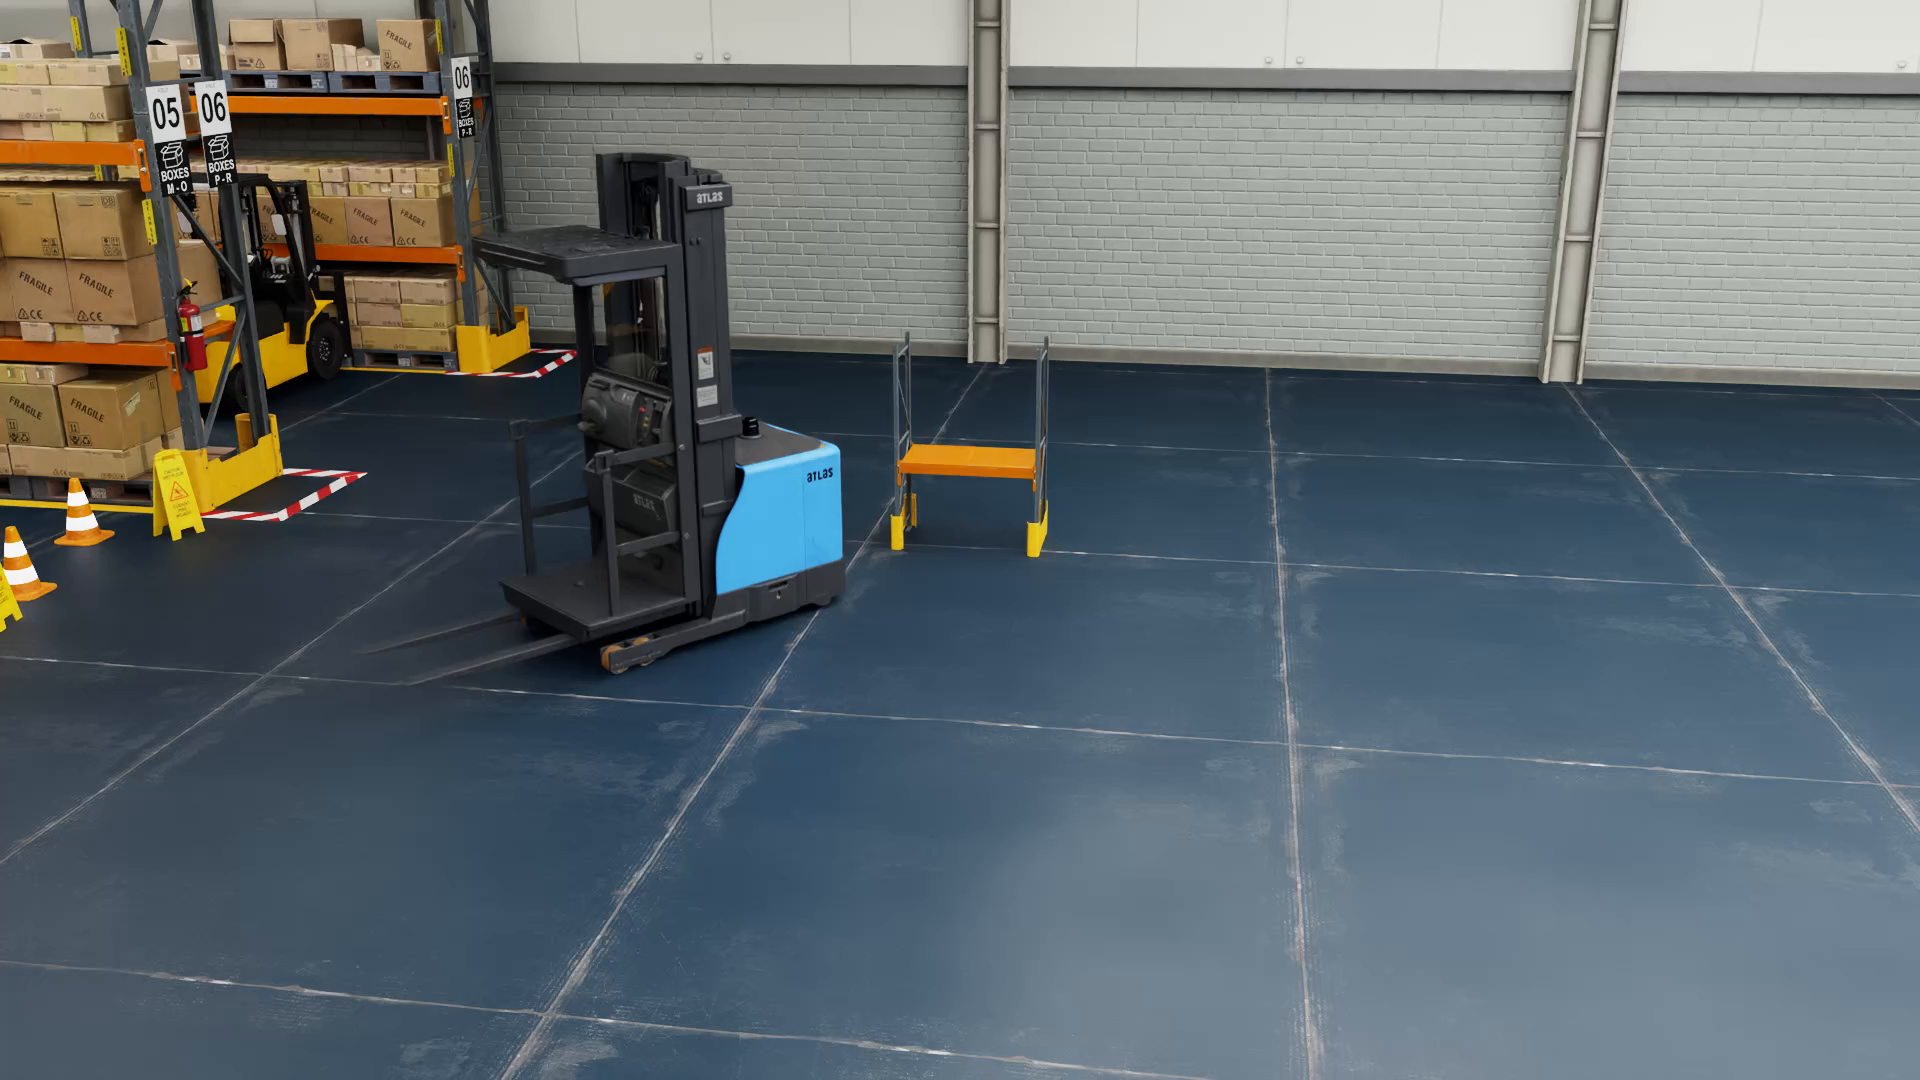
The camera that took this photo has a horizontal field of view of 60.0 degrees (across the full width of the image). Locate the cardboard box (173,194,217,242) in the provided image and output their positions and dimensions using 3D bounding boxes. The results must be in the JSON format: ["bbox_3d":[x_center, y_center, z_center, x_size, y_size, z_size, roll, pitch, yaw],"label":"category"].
[{"bbox_3d":[-8.113,-3.494,17.860,0.500,0.500,0.500,3,19,10],"label":"cardboard box"}]

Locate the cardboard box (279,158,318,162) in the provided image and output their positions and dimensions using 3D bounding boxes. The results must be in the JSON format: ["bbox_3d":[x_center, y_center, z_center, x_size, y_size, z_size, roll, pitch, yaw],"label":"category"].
[{"bbox_3d":[-7.159,-4.049,18.029,0.250,0.149,0.380,3,19,10],"label":"cardboard box"}]

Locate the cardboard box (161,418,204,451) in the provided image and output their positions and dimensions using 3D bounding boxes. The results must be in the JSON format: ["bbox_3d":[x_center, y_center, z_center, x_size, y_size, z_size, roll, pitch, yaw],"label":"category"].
[{"bbox_3d":[-6.614,-0.837,13.750,0.500,0.250,0.500,3,19,8],"label":"cardboard box"}]

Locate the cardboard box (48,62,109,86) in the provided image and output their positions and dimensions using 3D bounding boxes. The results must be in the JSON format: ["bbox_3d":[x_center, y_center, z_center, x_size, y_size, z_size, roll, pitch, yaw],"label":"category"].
[{"bbox_3d":[-6.491,-3.446,12.287,0.250,0.149,0.380,3,19,10],"label":"cardboard box"}]

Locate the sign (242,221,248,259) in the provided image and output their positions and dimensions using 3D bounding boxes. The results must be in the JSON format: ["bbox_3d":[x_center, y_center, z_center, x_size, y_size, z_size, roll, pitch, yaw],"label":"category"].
[{"bbox_3d":[-5.775,-2.395,13.371,0.005,0.325,0.100,3,19,9],"label":"sign"}]

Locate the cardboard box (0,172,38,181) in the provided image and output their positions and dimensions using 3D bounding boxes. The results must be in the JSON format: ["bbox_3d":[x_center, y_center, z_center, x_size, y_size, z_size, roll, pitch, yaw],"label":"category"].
[{"bbox_3d":[-10.171,-3.882,17.998,0.250,0.149,0.380,2,19,7],"label":"cardboard box"}]

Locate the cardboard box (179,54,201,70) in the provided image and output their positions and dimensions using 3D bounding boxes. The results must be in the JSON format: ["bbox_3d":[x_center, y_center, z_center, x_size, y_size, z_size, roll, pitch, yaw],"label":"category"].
[{"bbox_3d":[-7.873,-4.965,17.264,0.250,0.149,0.380,3,19,10],"label":"cardboard box"}]

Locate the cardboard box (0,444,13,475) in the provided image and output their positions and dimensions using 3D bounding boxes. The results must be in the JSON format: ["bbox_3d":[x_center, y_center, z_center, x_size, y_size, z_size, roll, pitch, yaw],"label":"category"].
[{"bbox_3d":[-7.730,-0.720,13.398,0.500,0.250,0.500,2,19,7],"label":"cardboard box"}]

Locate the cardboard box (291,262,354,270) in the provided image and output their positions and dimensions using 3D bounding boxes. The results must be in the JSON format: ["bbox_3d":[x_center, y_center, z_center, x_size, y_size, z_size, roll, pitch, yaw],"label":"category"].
[{"bbox_3d":[-7.013,-2.904,18.349,0.500,0.250,0.500,3,19,8],"label":"cardboard box"}]

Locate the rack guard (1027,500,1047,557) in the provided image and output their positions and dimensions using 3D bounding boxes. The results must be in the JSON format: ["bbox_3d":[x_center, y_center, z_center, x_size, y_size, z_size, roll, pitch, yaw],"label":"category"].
[{"bbox_3d":[0.567,-0.090,12.177,0.087,0.250,0.587,3,19,9],"label":"rack guard"}]

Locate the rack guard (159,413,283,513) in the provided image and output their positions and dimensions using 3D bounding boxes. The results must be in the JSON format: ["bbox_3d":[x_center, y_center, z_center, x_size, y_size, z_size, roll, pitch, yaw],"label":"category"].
[{"bbox_3d":[-5.936,-0.633,13.408,0.348,0.500,1.175,3,19,9],"label":"rack guard"}]

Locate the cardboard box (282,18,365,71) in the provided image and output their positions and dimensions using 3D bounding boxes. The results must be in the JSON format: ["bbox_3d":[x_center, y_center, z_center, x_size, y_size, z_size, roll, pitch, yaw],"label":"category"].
[{"bbox_3d":[-6.549,-5.115,17.160,0.500,0.500,0.700,3,19,9],"label":"cardboard box"}]

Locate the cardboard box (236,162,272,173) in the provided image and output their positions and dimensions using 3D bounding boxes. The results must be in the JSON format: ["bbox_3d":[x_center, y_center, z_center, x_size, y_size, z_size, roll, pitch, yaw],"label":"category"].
[{"bbox_3d":[-7.475,-3.919,17.639,0.250,0.149,0.380,3,19,8],"label":"cardboard box"}]

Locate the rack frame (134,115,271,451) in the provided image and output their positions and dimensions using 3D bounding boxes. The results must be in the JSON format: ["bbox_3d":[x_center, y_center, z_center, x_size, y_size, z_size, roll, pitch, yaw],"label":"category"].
[{"bbox_3d":[-5.861,-1.815,13.000,0.127,3.000,1.000,3,19,9],"label":"rack frame"}]

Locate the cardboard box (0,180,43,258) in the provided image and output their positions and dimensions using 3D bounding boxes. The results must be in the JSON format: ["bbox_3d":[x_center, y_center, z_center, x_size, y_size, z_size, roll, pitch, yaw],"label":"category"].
[{"bbox_3d":[-7.419,-2.456,12.714,0.500,0.500,0.700,3,19,8],"label":"cardboard box"}]

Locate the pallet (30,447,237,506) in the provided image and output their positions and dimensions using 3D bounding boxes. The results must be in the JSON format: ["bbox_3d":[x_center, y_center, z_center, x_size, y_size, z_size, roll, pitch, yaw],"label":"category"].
[{"bbox_3d":[-6.733,-0.548,13.609,1.213,0.211,1.003,3,19,9],"label":"pallet"}]

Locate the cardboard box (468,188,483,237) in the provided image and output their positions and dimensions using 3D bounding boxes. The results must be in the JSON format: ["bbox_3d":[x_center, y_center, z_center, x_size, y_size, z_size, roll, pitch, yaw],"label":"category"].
[{"bbox_3d":[-5.523,-3.530,17.967,0.500,0.500,0.500,4,19,10],"label":"cardboard box"}]

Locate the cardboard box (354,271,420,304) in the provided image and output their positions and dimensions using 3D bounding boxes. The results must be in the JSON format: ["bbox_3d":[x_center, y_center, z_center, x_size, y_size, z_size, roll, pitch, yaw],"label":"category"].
[{"bbox_3d":[-6.087,-2.689,17.708,0.500,0.250,0.500,3,19,10],"label":"cardboard box"}]

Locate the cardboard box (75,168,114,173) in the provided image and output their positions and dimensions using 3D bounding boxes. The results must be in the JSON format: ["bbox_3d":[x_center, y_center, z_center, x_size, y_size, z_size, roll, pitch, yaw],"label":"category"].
[{"bbox_3d":[-9.596,-4.041,18.474,0.250,0.149,0.380,2,19,7],"label":"cardboard box"}]

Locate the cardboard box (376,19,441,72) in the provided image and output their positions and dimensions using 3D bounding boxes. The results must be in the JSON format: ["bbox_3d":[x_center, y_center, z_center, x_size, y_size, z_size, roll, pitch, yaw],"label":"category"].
[{"bbox_3d":[-5.553,-5.033,16.912,0.500,0.500,0.500,4,19,10],"label":"cardboard box"}]

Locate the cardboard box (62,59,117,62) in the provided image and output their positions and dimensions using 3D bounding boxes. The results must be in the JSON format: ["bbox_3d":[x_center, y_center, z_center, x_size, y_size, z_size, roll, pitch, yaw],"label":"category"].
[{"bbox_3d":[-6.668,-3.618,12.800,0.250,0.149,0.380,3,19,9],"label":"cardboard box"}]

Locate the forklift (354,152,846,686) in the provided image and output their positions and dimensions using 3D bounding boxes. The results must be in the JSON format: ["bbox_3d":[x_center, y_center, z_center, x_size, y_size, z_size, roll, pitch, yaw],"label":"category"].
[{"bbox_3d":[-2.184,-0.778,10.009,3.031,2.935,1.130,-16,25,-40],"label":"forklift"}]

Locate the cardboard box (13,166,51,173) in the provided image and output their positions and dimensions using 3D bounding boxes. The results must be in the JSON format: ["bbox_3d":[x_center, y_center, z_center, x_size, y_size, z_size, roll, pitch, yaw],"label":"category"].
[{"bbox_3d":[-10.340,-4.081,18.593,0.250,0.149,0.380,3,19,9],"label":"cardboard box"}]

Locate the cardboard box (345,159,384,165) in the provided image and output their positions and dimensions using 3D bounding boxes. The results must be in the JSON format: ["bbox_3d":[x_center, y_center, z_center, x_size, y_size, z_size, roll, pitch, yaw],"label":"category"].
[{"bbox_3d":[-6.397,-4.005,17.898,0.250,0.149,0.380,4,19,10],"label":"cardboard box"}]

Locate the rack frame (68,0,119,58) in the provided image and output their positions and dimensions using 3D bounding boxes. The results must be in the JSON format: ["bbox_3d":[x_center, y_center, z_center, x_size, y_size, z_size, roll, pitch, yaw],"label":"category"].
[{"bbox_3d":[-9.027,-6.416,17.298,0.127,3.000,1.000,3,19,9],"label":"rack frame"}]

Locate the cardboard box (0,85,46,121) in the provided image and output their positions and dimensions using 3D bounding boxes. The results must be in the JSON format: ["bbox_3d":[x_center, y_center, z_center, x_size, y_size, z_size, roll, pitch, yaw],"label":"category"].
[{"bbox_3d":[-6.904,-3.279,12.415,0.500,0.250,0.500,3,19,8],"label":"cardboard box"}]

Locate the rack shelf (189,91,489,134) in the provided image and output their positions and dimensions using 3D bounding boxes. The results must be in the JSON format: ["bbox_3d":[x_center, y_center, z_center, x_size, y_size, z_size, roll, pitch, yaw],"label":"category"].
[{"bbox_3d":[-7.052,-4.552,17.587,4.000,0.370,1.077,3,19,9],"label":"rack shelf"}]

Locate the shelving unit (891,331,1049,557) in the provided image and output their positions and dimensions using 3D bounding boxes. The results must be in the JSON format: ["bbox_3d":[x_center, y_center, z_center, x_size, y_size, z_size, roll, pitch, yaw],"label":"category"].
[{"bbox_3d":[-7.470,-1.234,13.156,16.366,1.800,0.587,3,19,9],"label":"shelving unit"}]

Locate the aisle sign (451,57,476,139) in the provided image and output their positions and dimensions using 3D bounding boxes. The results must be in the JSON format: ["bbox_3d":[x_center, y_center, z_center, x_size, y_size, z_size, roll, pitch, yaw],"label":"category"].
[{"bbox_3d":[-5.059,-4.508,16.951,0.004,0.787,0.394,3,19,9],"label":"aisle sign"}]

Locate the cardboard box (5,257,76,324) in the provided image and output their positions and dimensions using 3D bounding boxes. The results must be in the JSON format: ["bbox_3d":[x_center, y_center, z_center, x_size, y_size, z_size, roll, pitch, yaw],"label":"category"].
[{"bbox_3d":[-6.934,-1.971,12.840,0.500,0.500,0.500,3,19,9],"label":"cardboard box"}]

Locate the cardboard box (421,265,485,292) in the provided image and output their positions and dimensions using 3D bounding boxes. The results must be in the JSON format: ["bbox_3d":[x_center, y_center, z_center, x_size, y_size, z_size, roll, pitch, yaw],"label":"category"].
[{"bbox_3d":[-5.522,-2.823,18.109,0.500,0.250,0.500,3,19,8],"label":"cardboard box"}]

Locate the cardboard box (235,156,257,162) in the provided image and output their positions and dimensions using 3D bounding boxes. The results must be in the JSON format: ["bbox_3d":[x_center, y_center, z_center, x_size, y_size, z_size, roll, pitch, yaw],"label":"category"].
[{"bbox_3d":[-7.902,-4.118,18.236,0.250,0.149,0.380,3,19,8],"label":"cardboard box"}]

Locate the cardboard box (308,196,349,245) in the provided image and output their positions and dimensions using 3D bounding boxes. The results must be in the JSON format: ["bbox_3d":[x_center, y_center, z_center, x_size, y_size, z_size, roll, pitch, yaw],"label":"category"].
[{"bbox_3d":[-6.622,-3.415,17.624,0.500,0.500,0.500,3,19,8],"label":"cardboard box"}]

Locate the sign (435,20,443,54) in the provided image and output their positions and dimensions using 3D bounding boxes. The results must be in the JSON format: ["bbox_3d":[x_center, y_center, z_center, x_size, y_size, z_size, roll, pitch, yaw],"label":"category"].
[{"bbox_3d":[-5.177,-5.006,16.538,0.005,0.325,0.100,3,19,9],"label":"sign"}]

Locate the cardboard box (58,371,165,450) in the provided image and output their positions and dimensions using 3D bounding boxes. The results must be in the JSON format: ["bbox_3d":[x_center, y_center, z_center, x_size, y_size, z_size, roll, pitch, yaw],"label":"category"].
[{"bbox_3d":[-6.694,-1.024,13.127,0.500,0.500,0.500,3,19,9],"label":"cardboard box"}]

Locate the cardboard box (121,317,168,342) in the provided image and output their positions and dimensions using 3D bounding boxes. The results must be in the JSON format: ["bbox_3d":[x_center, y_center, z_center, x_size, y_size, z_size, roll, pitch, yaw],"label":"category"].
[{"bbox_3d":[-6.264,-1.648,12.896,0.250,0.149,0.380,4,19,10],"label":"cardboard box"}]

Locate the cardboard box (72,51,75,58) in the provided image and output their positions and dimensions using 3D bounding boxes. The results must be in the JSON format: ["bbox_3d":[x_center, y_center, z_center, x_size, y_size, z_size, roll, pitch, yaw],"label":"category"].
[{"bbox_3d":[-9.834,-5.226,18.043,0.250,0.149,0.380,3,19,9],"label":"cardboard box"}]

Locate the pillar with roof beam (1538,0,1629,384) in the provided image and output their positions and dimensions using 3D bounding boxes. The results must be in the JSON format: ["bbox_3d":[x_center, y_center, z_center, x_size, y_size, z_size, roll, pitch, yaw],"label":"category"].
[{"bbox_3d":[5.543,-4.580,11.809,0.400,9.000,9.100,3,19,9],"label":"pillar with roof beam"}]

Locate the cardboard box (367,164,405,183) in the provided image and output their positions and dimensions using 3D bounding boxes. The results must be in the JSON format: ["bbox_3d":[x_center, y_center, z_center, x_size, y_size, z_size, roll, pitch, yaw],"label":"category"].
[{"bbox_3d":[-5.976,-3.826,17.361,0.250,0.149,0.380,3,19,10],"label":"cardboard box"}]

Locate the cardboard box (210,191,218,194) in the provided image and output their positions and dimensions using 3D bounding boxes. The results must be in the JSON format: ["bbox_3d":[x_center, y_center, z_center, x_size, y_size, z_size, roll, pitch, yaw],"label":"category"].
[{"bbox_3d":[-7.746,-3.762,17.639,0.250,0.149,0.380,3,19,8],"label":"cardboard box"}]

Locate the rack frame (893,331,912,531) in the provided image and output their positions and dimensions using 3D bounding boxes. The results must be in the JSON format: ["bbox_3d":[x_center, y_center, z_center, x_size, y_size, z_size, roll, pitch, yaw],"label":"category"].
[{"bbox_3d":[-0.418,-0.733,12.129,0.032,1.500,0.500,3,19,9],"label":"rack frame"}]

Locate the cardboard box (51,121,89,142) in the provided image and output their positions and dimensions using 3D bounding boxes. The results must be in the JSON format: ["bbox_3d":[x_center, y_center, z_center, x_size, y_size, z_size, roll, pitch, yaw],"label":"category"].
[{"bbox_3d":[-6.509,-3.051,12.362,0.250,0.149,0.380,3,19,9],"label":"cardboard box"}]

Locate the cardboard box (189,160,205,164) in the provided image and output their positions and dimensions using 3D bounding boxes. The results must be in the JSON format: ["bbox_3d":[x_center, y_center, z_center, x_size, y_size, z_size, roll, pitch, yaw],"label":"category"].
[{"bbox_3d":[-8.234,-3.964,17.773,0.250,0.149,0.380,3,19,8],"label":"cardboard box"}]

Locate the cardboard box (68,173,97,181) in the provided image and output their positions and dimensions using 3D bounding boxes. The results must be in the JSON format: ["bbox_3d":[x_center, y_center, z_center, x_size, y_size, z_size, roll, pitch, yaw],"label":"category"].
[{"bbox_3d":[-9.399,-3.874,17.975,0.250,0.149,0.380,4,19,11],"label":"cardboard box"}]

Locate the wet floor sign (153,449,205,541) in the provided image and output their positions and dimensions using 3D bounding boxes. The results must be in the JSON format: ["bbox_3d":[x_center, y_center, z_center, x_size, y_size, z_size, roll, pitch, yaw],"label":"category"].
[{"bbox_3d":[-5.843,-0.354,12.343,0.232,0.644,0.267,10,21,27],"label":"wet floor sign"}]

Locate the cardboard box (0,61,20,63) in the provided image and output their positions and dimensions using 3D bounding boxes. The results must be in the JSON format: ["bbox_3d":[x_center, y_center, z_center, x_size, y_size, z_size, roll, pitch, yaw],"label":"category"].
[{"bbox_3d":[-7.228,-3.497,12.438,0.250,0.149,0.380,3,19,9],"label":"cardboard box"}]

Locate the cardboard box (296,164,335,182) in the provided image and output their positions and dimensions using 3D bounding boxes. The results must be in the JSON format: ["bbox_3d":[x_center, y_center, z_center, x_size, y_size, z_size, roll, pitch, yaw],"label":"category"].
[{"bbox_3d":[-6.741,-3.851,17.437,0.250,0.149,0.380,3,19,10],"label":"cardboard box"}]

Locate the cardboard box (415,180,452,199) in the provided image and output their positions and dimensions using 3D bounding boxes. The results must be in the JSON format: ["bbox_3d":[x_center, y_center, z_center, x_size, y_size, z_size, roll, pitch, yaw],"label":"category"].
[{"bbox_3d":[-5.464,-3.655,17.319,0.250,0.149,0.380,3,19,9],"label":"cardboard box"}]

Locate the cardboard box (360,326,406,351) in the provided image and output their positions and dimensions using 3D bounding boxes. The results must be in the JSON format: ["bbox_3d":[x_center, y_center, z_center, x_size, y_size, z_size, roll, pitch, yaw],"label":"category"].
[{"bbox_3d":[-6.081,-2.218,17.876,0.500,0.250,0.500,3,19,9],"label":"cardboard box"}]

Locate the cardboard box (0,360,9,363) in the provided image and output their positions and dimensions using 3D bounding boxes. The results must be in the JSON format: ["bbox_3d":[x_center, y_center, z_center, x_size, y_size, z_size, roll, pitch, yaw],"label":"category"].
[{"bbox_3d":[-7.574,-1.357,13.098,0.250,0.149,0.380,4,19,11],"label":"cardboard box"}]

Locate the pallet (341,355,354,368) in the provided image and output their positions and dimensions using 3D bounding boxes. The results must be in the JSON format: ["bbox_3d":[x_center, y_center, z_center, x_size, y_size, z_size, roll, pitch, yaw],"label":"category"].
[{"bbox_3d":[-7.040,-2.135,18.352,1.213,0.211,1.003,3,19,9],"label":"pallet"}]

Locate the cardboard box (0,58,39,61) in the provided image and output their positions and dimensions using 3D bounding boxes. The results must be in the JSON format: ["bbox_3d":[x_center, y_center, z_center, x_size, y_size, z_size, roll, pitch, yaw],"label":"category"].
[{"bbox_3d":[-7.409,-3.675,12.971,0.250,0.149,0.380,3,19,10],"label":"cardboard box"}]

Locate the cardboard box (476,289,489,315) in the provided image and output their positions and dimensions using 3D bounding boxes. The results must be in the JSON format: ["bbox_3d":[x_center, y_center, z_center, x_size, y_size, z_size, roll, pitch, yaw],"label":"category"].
[{"bbox_3d":[-5.509,-2.591,18.204,0.500,0.250,0.500,3,19,10],"label":"cardboard box"}]

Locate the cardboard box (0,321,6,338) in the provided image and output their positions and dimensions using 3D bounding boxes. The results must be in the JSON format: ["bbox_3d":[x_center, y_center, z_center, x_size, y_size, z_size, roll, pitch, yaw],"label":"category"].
[{"bbox_3d":[-7.538,-1.690,13.023,0.250,0.149,0.380,3,19,8],"label":"cardboard box"}]

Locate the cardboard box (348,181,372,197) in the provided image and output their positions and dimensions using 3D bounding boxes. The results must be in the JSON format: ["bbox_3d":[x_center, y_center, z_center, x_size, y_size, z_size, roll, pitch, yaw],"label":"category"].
[{"bbox_3d":[-6.211,-3.707,17.474,0.250,0.149,0.380,3,19,8],"label":"cardboard box"}]

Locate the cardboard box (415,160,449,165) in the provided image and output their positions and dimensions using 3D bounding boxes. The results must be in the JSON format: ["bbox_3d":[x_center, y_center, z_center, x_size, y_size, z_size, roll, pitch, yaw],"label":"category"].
[{"bbox_3d":[-5.628,-3.983,17.831,0.250,0.149,0.380,4,19,11],"label":"cardboard box"}]
